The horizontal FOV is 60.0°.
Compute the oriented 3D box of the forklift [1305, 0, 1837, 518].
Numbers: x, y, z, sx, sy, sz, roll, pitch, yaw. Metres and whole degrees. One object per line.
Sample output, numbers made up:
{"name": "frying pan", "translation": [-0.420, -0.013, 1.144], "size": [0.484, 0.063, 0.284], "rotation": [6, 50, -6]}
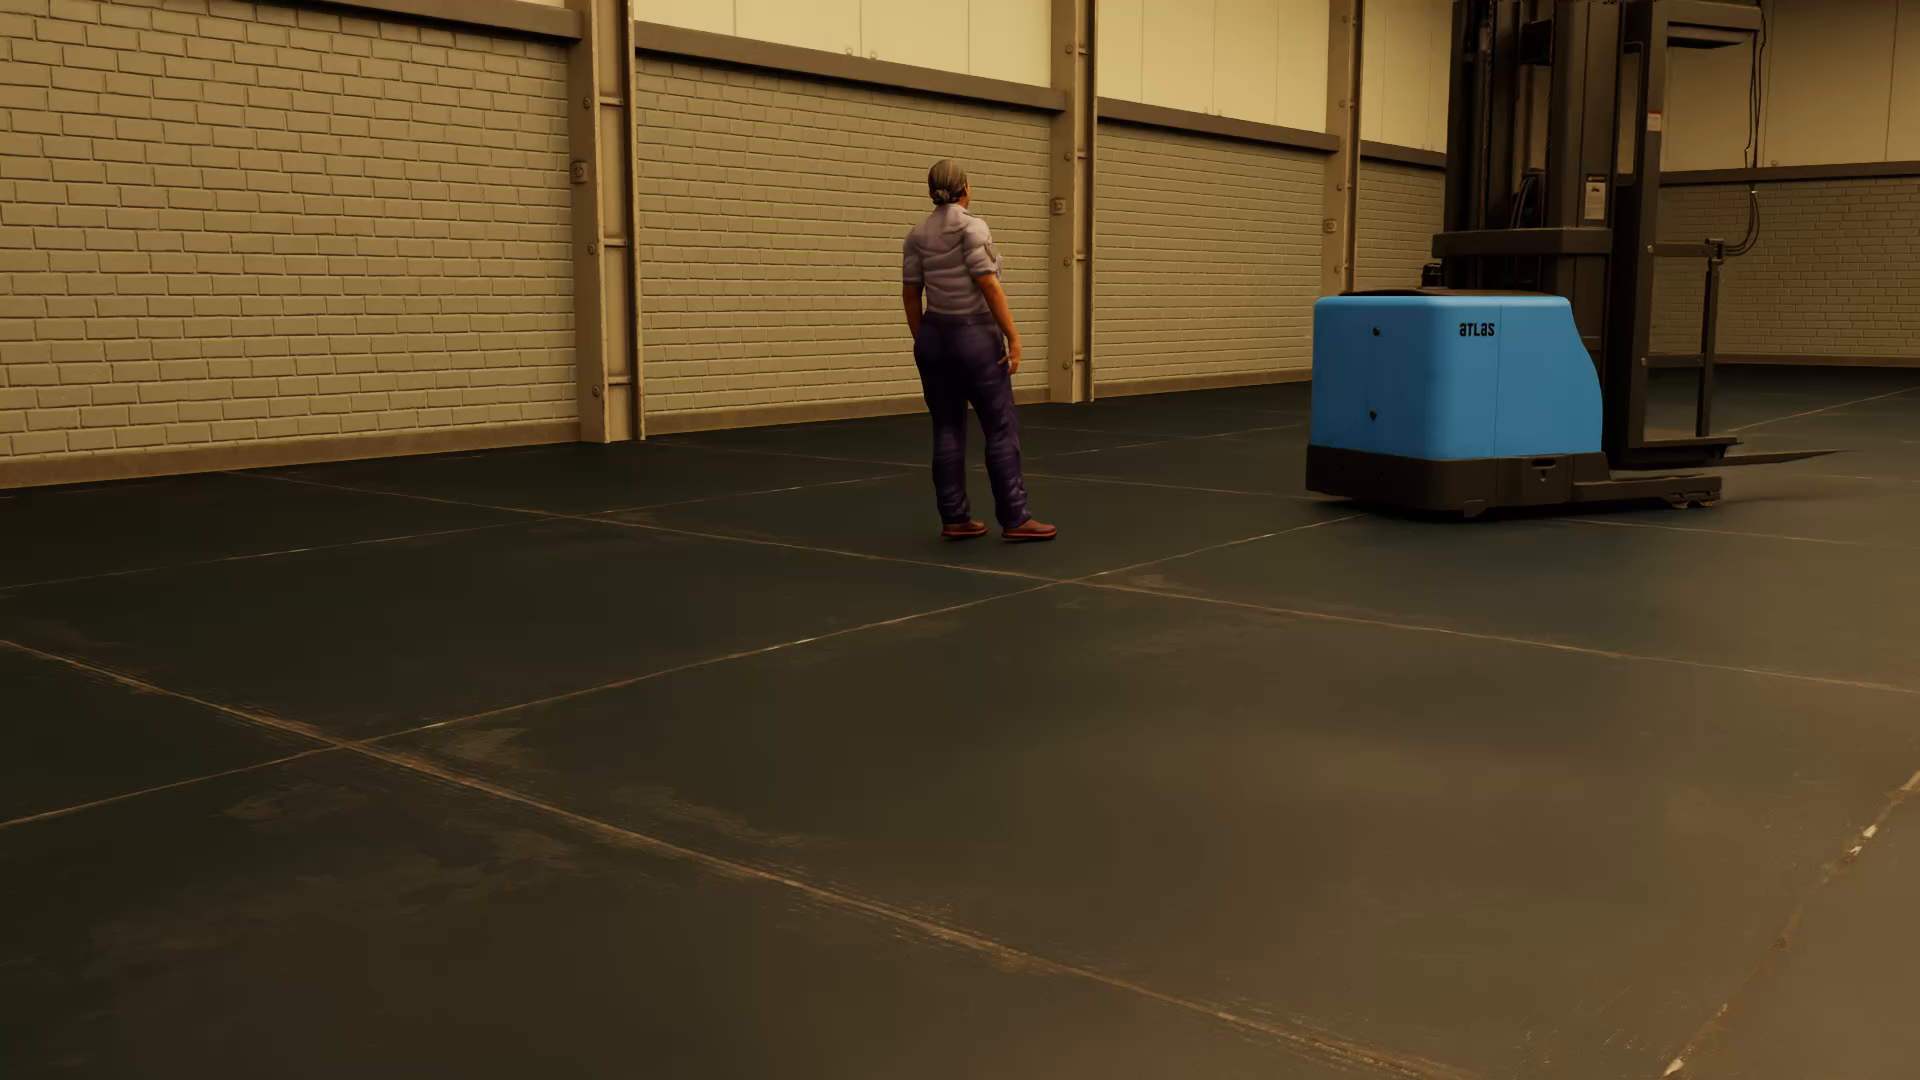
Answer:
{"name": "forklift", "translation": [3.368, -1.674, 8.723], "size": [3.031, 2.935, 1.130], "rotation": [-4, 9, -25]}

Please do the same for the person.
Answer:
{"name": "person", "translation": [0.078, -0.830, 7.336], "size": [0.587, 1.650, 0.503], "rotation": [7, 11, 38]}
